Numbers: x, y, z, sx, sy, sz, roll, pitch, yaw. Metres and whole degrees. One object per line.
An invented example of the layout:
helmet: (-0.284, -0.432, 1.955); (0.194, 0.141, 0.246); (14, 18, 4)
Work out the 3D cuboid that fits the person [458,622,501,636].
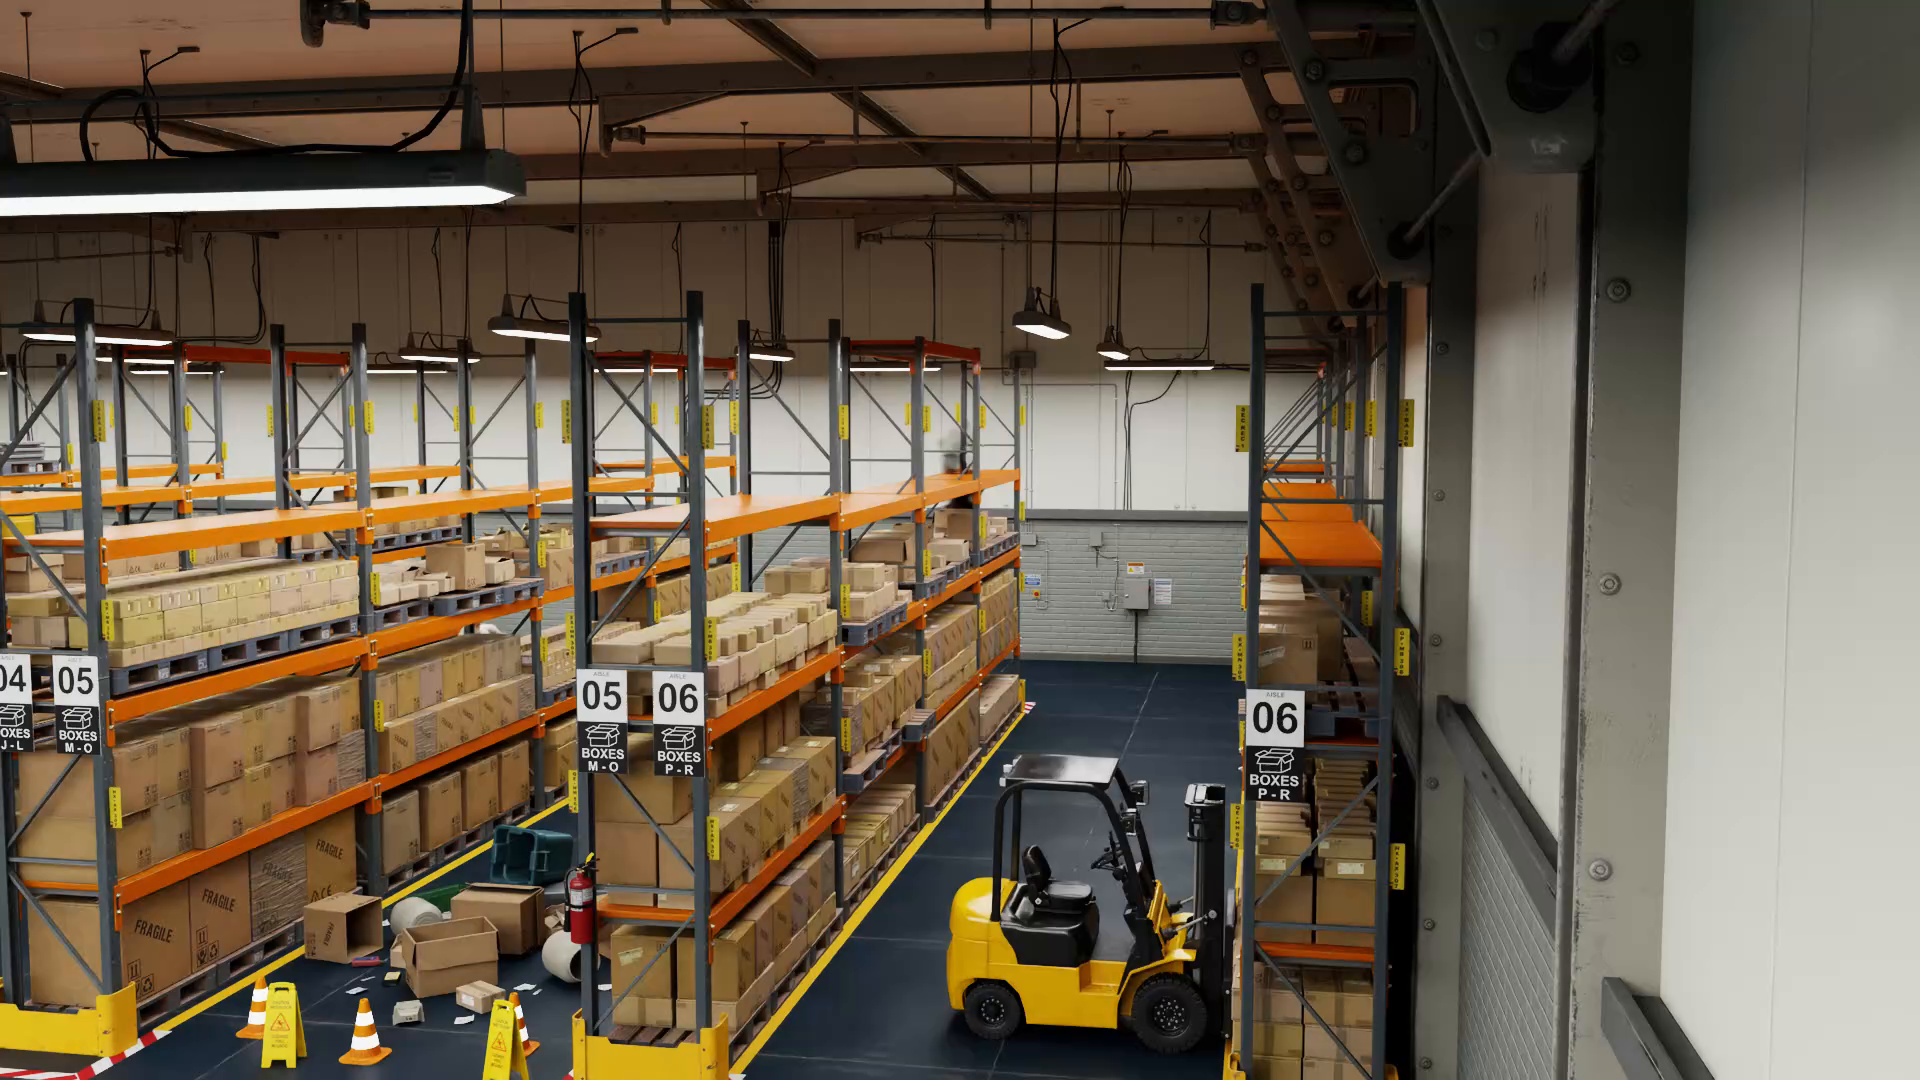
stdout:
person: (-7.982, 2.061, 27.535); (0.688, 1.835, 0.881); (1, 5, 8)
